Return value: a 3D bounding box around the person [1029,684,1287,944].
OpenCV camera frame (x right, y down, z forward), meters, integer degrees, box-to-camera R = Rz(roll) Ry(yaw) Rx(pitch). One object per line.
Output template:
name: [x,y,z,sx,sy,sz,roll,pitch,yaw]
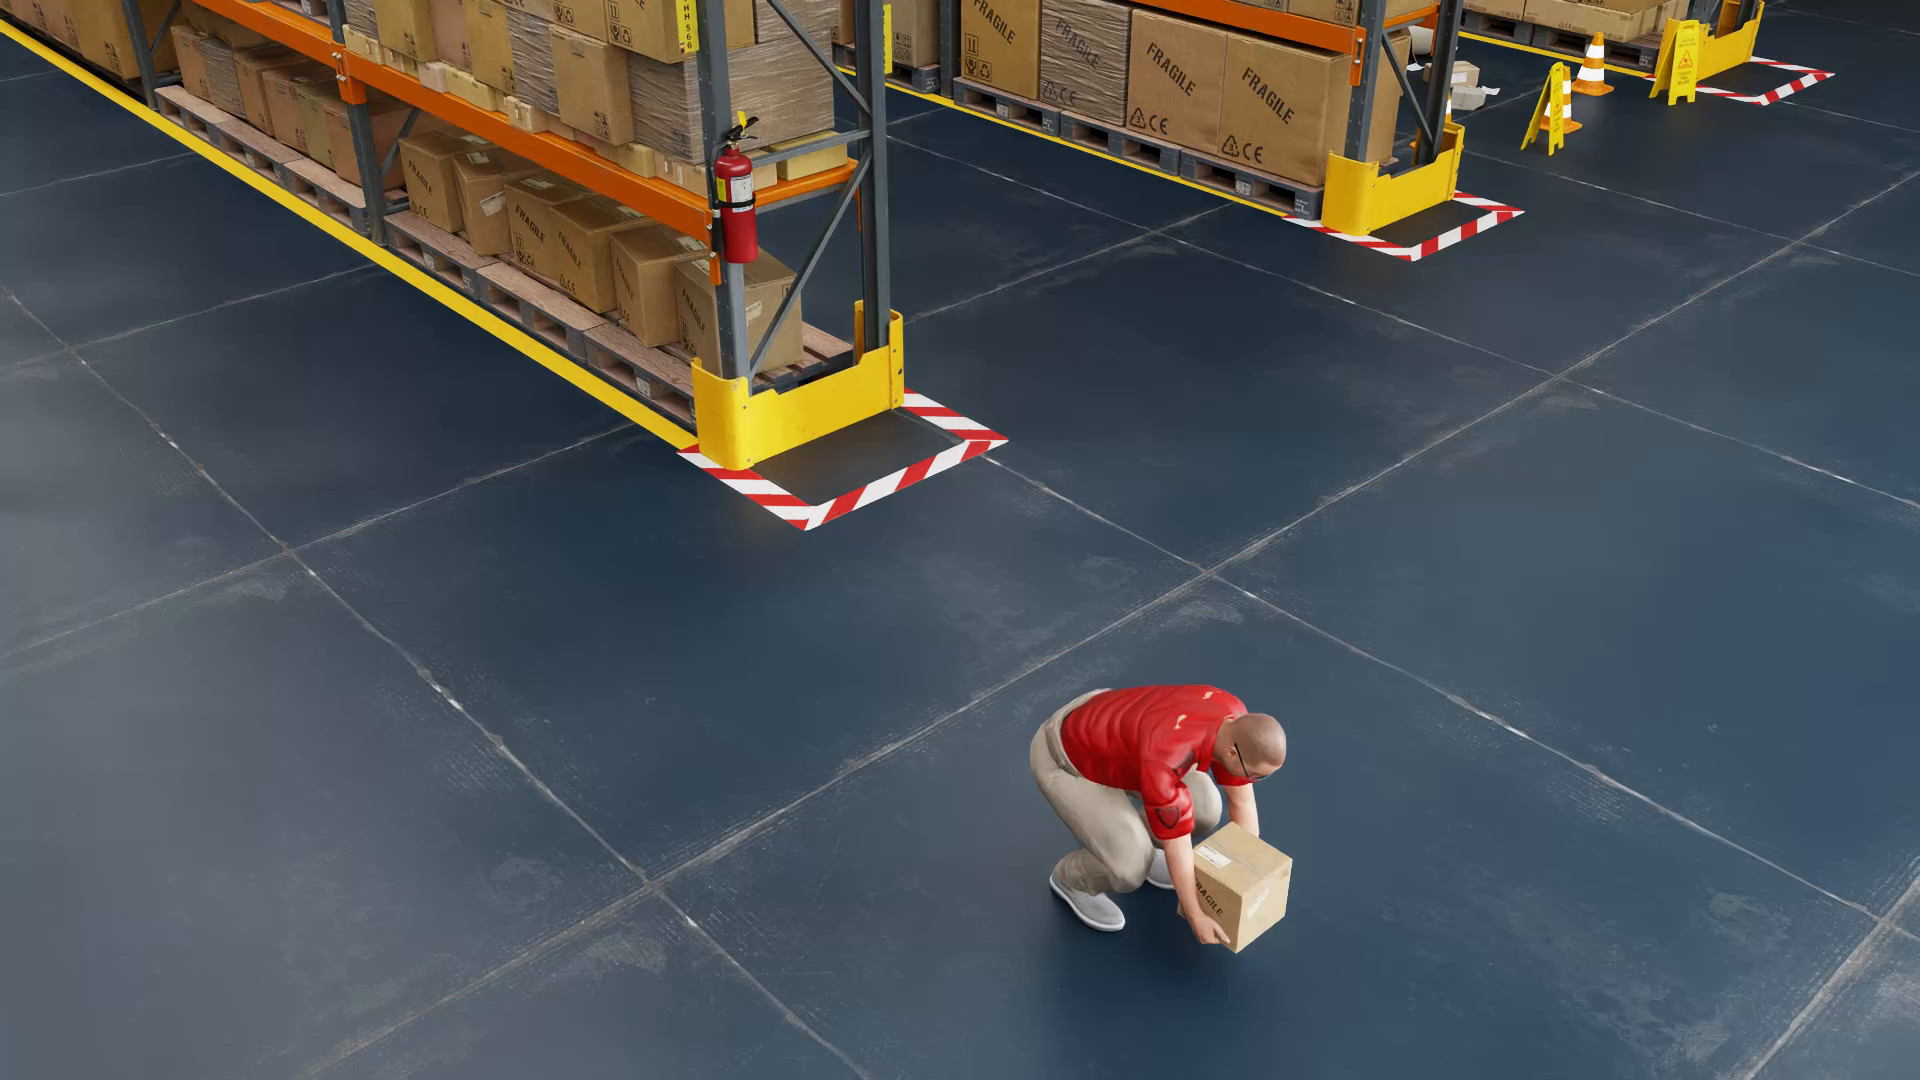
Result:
person: [0.647,0.851,5.488,0.532,0.983,0.894,-27,41,-37]
